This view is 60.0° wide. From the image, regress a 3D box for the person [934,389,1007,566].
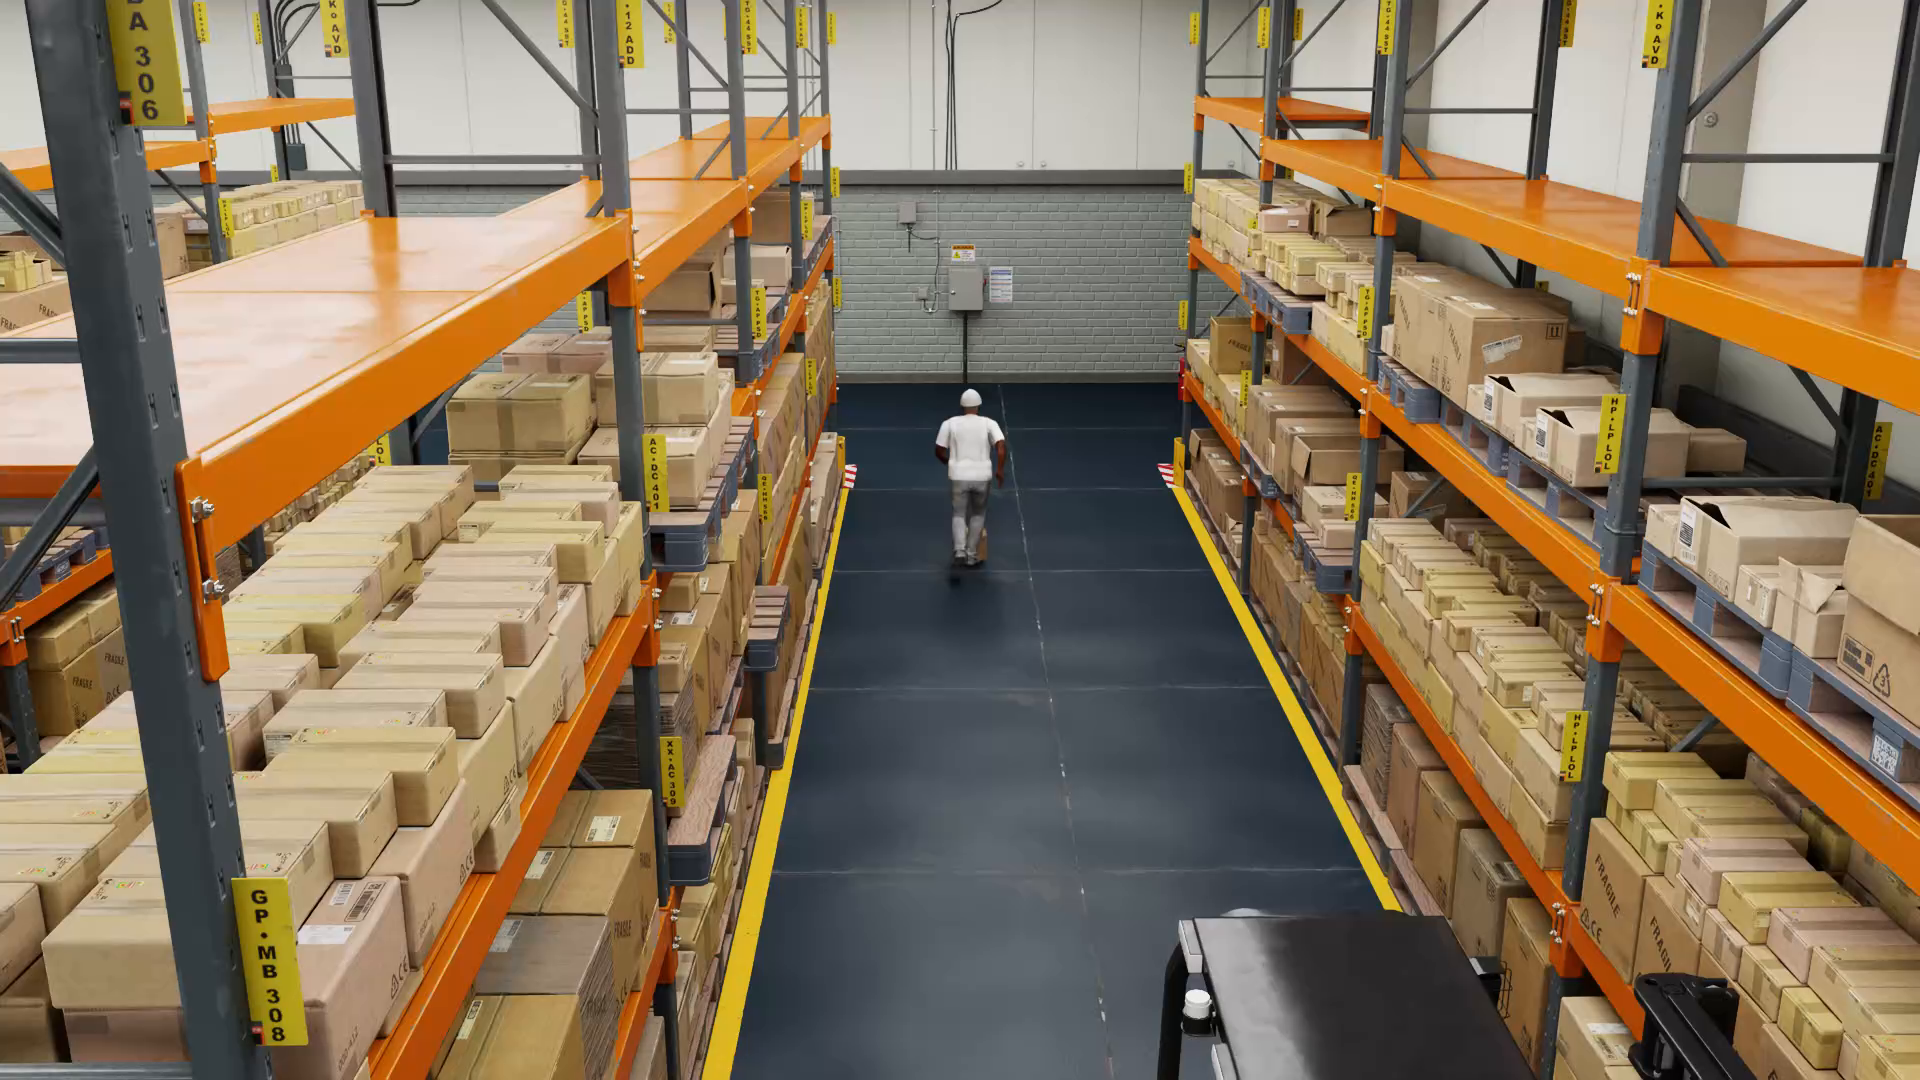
[{"bbox_3d":[0.098,-0.557,15.950,0.685,1.696,0.849,-1,17,-2],"label":"person"}]
